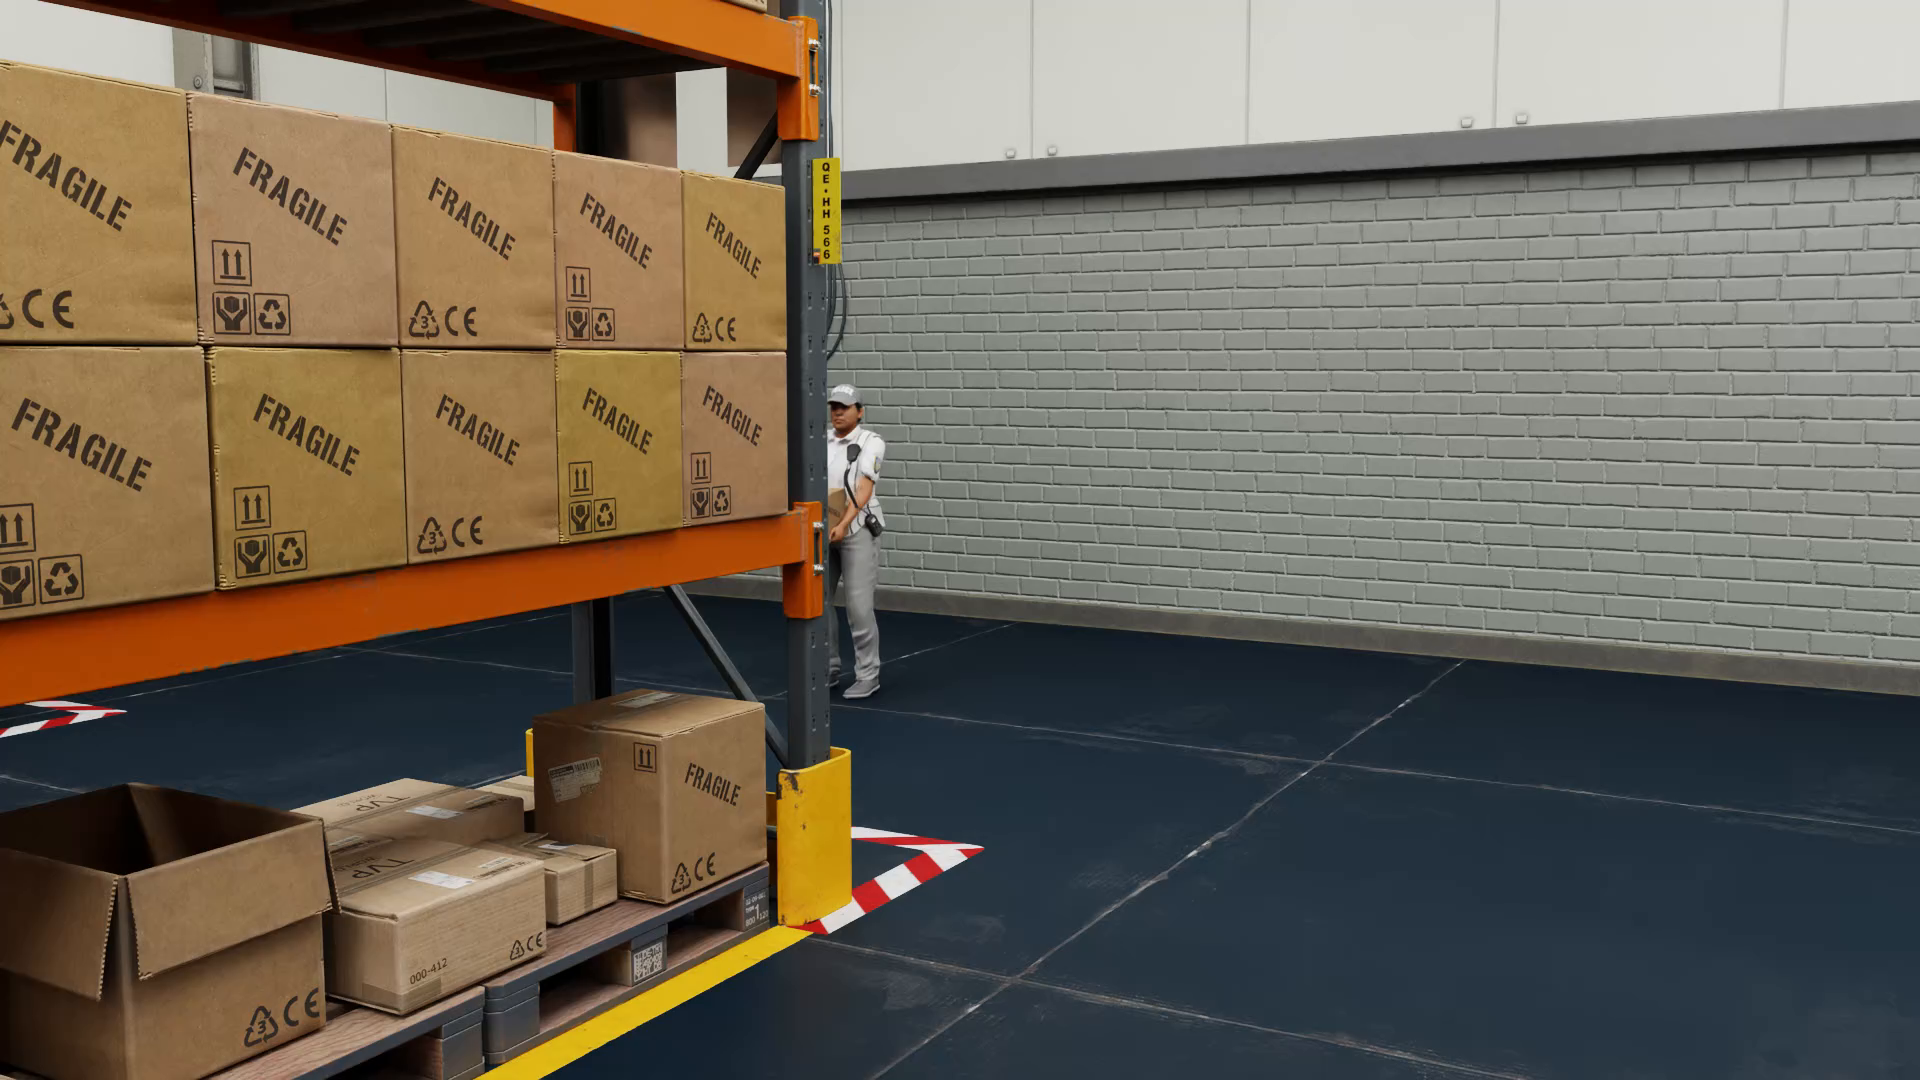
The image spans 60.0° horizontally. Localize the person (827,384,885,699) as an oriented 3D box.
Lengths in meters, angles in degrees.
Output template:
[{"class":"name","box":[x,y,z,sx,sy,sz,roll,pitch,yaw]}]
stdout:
[{"class":"person","box":[-0.657,0.006,8.850,0.452,1.662,0.539,3,7,29]}]
